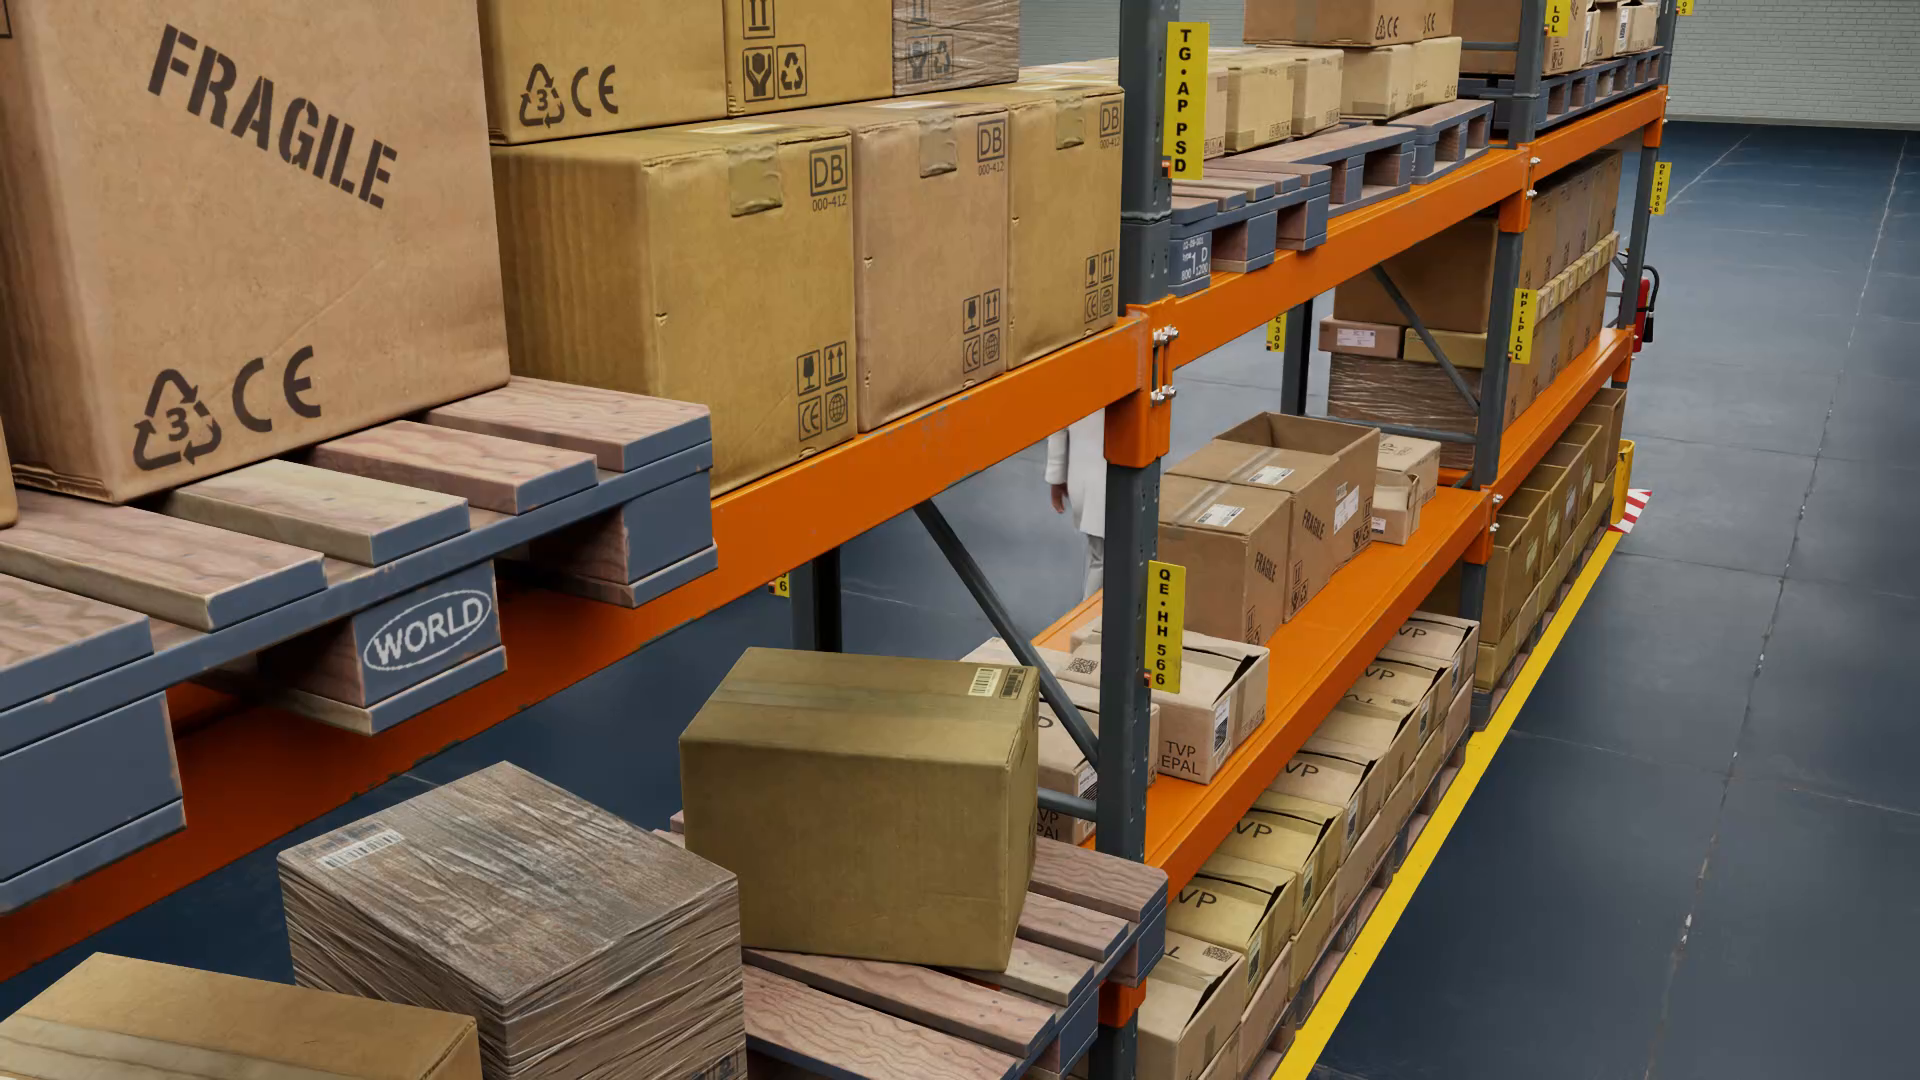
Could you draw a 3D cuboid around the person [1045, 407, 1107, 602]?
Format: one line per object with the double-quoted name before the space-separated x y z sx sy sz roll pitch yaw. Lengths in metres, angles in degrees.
"person" 0.836 -0.292 8.915 0.683 1.789 0.611 -18 26 -41
